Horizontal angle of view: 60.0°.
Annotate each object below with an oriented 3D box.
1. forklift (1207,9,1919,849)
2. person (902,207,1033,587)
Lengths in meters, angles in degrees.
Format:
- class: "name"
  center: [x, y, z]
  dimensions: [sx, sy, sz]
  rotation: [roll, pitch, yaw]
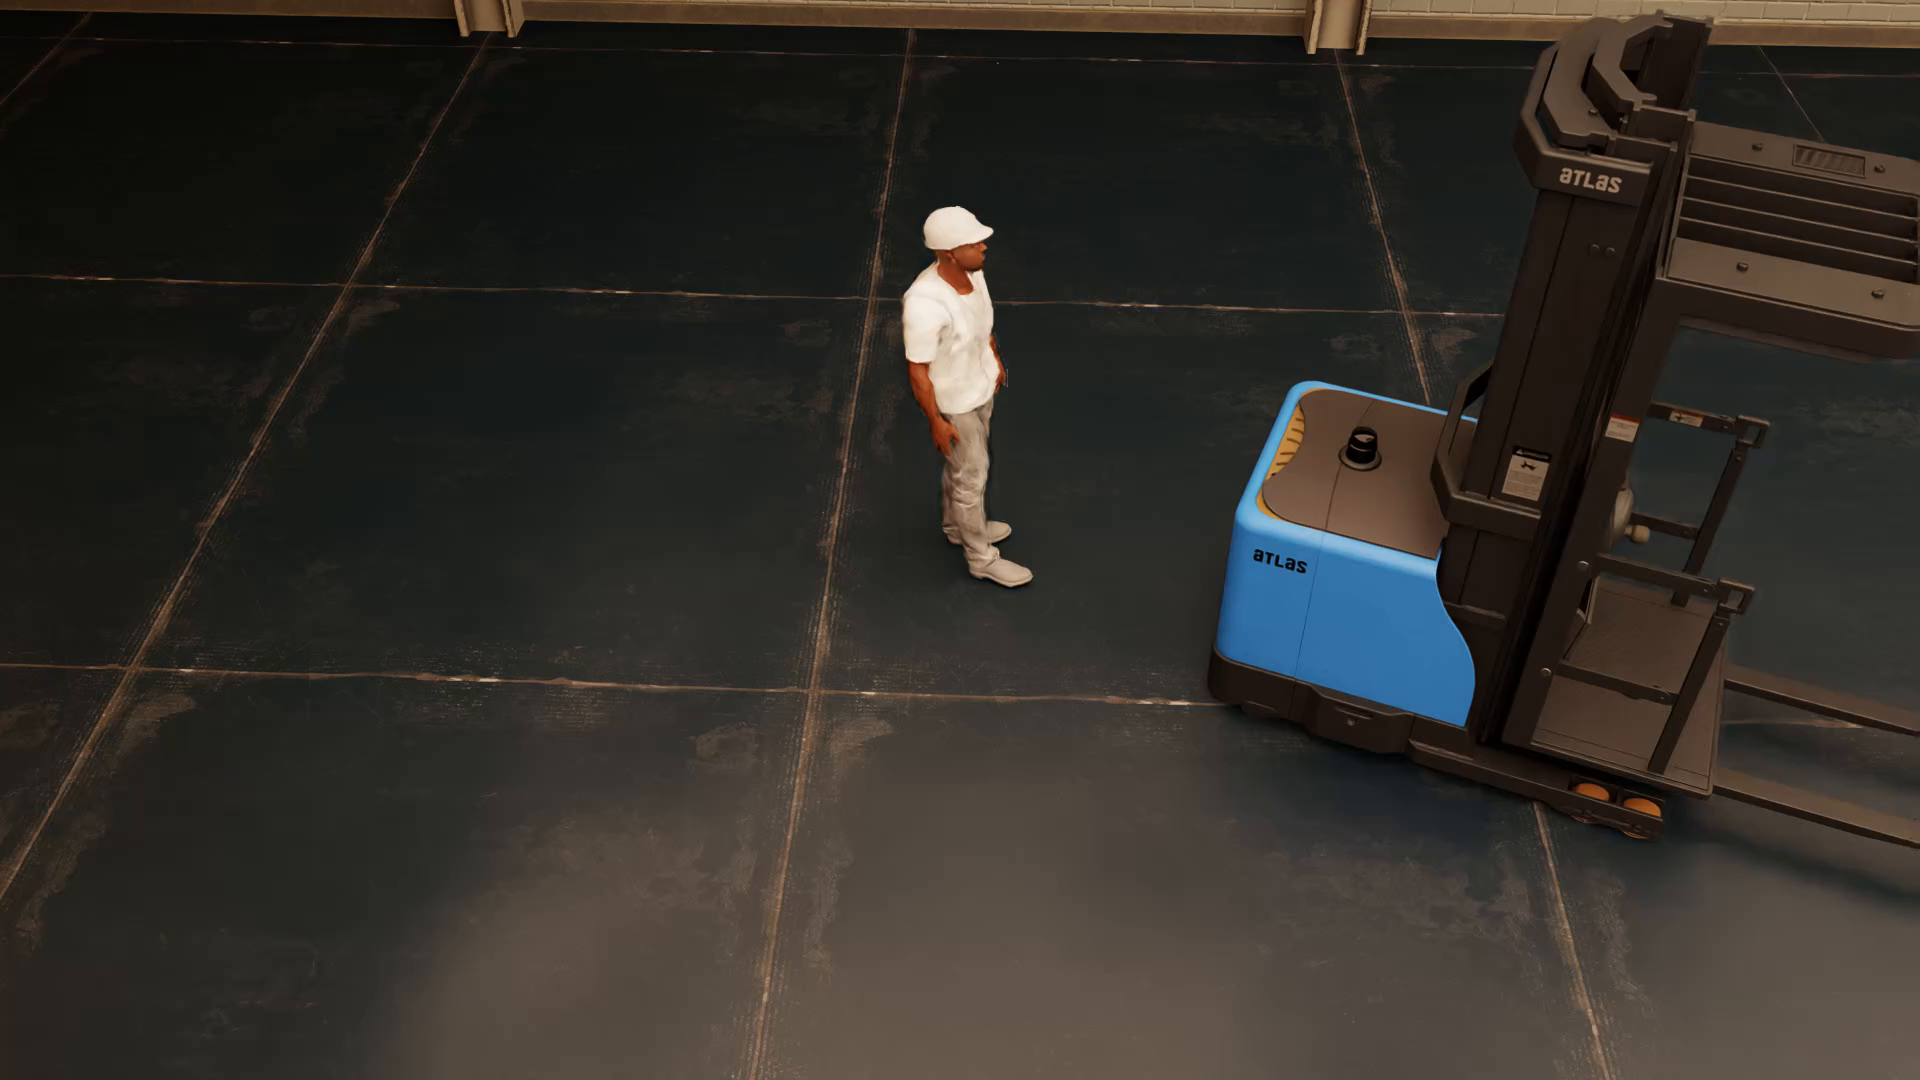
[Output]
- class: "forklift"
  center: [2.626, -0.306, 6.077]
  dimensions: [3.031, 2.935, 1.130]
  rotation: [16, 45, 16]
- class: "person"
  center: [0.100, -0.628, 7.289]
  dimensions: [0.638, 1.768, 0.661]
  rotation: [16, 45, 17]
